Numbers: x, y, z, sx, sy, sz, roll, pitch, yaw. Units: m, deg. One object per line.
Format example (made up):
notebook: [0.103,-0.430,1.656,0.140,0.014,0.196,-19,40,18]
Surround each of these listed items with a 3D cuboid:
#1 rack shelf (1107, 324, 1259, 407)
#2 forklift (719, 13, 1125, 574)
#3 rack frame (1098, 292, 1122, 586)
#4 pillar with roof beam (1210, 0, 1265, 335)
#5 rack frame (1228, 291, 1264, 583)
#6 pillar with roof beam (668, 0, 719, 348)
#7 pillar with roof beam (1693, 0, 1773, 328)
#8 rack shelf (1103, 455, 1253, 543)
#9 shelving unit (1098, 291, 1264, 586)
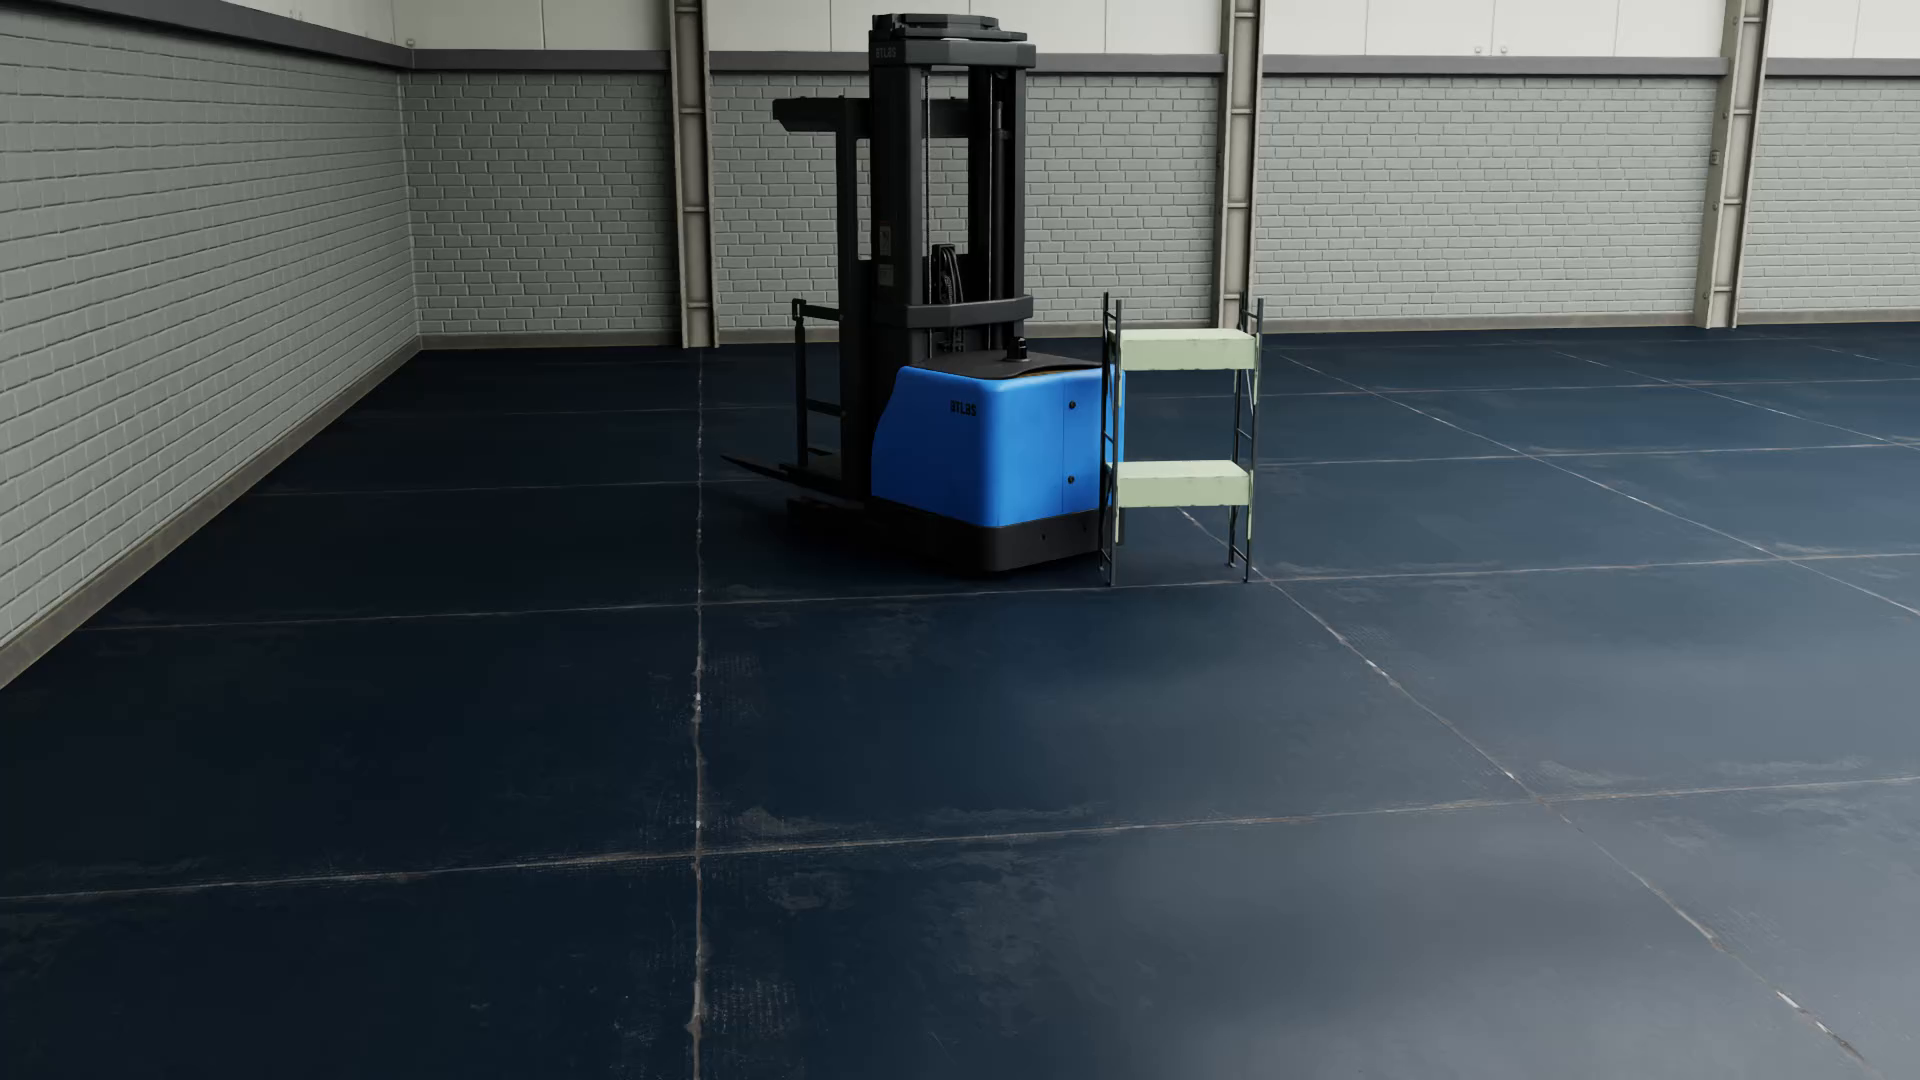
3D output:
rack shelf: [1.150,-0.919,8.697,0.720,0.370,0.431,-1,14,-5]
forklift: [-0.393,-1.540,9.836,1.130,2.935,3.031,-11,18,-38]
rack frame: [0.786,-0.532,8.759,0.023,1.500,0.400,-1,14,-5]
pillar with roof beam: [3.739,-5.670,13.831,0.400,9.000,9.100,-2,14,-8]
rack frame: [1.515,-0.548,8.825,0.023,1.500,0.400,-1,14,-5]
pillar with roof beam: [-2.194,-5.453,12.964,0.400,9.000,9.100,-2,14,-8]
pillar with roof beam: [9.672,-5.887,14.698,0.400,9.000,9.100,-2,14,-8]
rack shelf: [1.150,-0.224,8.871,0.720,0.370,0.431,-1,14,-5]
shelving unit: [1.150,-0.540,8.792,0.755,1.500,0.431,-1,14,-5]
